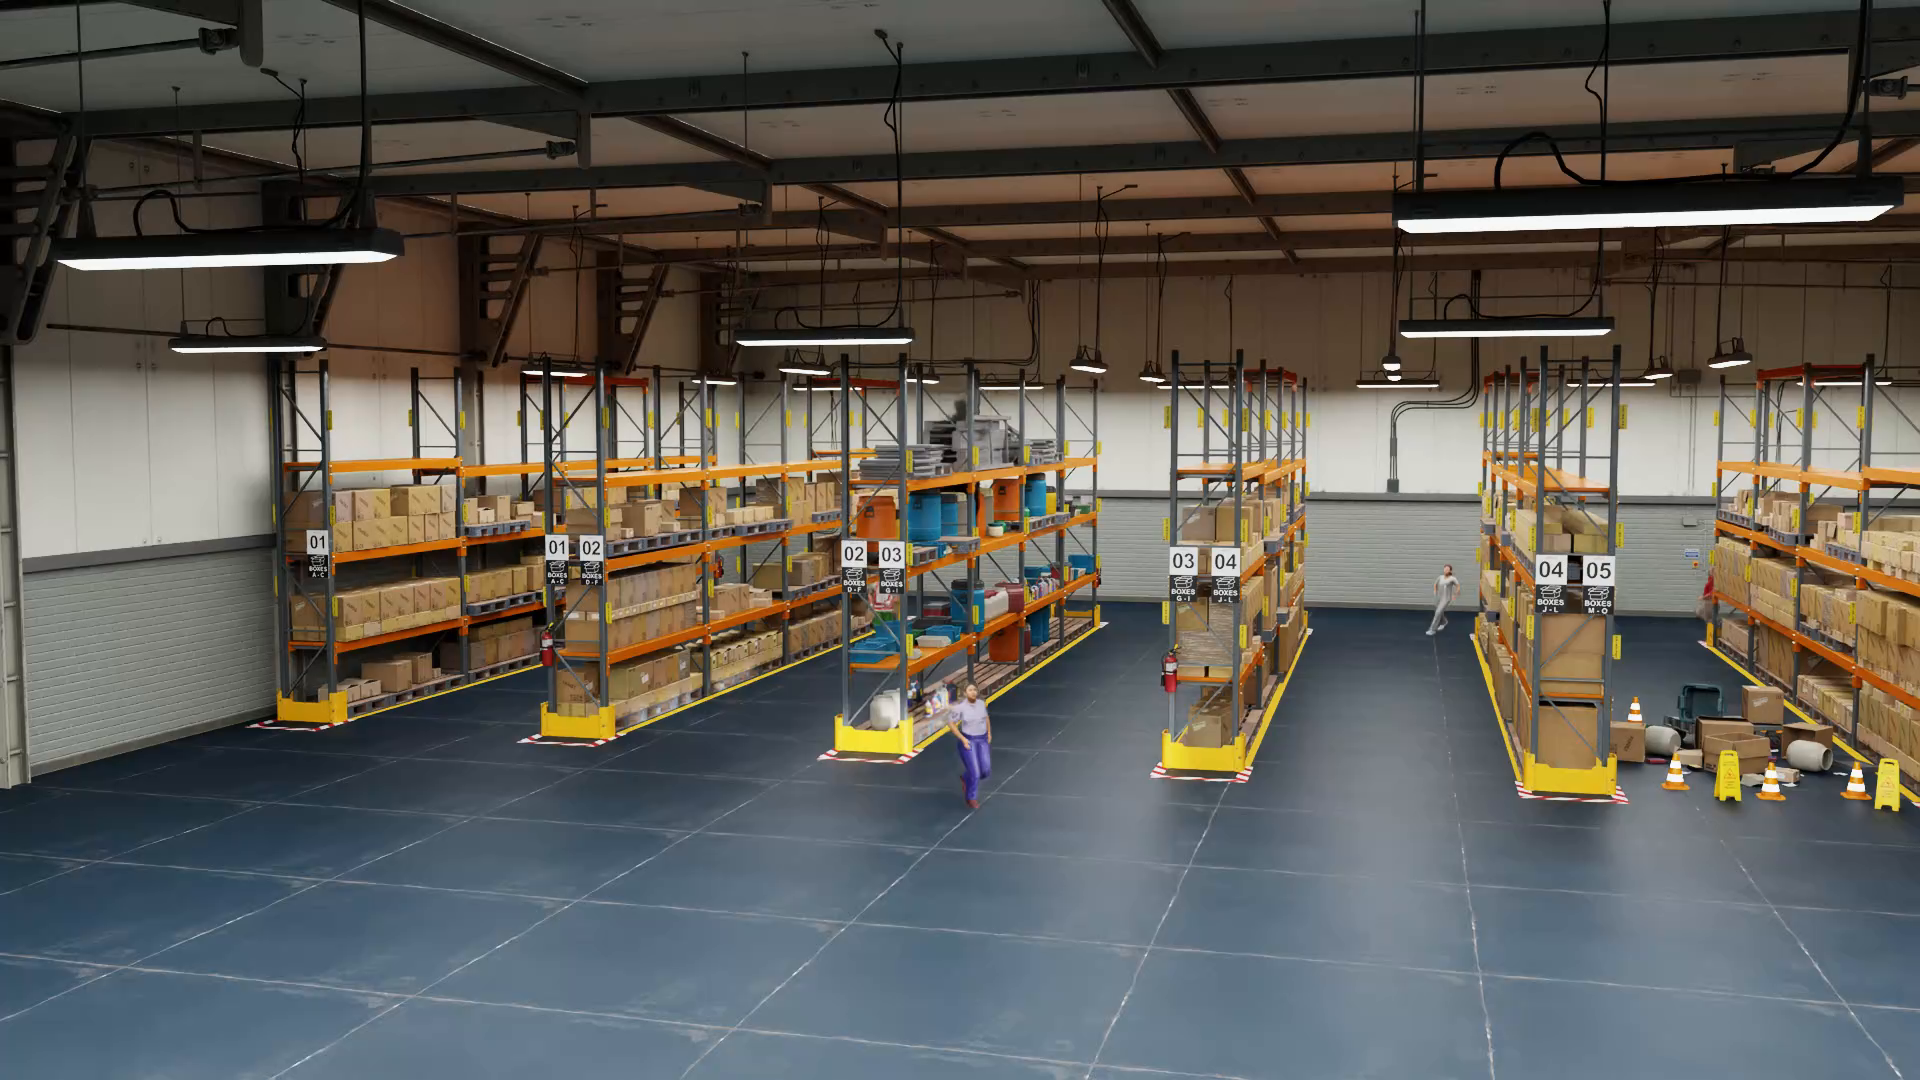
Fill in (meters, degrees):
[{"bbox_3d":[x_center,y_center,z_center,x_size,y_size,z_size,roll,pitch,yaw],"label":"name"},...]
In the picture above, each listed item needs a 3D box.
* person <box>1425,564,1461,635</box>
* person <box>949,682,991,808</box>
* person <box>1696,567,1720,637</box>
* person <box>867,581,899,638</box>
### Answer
[{"bbox_3d":[11.290,1.381,38.764,0.951,1.633,0.634,-4,5,-41],"label":"person"},{"bbox_3d":[0.137,2.653,21.668,0.602,1.618,0.546,-2,5,-31],"label":"person"},{"bbox_3d":[17.185,1.430,38.125,0.588,1.654,0.687,2,5,30],"label":"person"},{"bbox_3d":[-1.544,1.447,33.205,0.646,1.767,0.598,0,4,4],"label":"person"}]
